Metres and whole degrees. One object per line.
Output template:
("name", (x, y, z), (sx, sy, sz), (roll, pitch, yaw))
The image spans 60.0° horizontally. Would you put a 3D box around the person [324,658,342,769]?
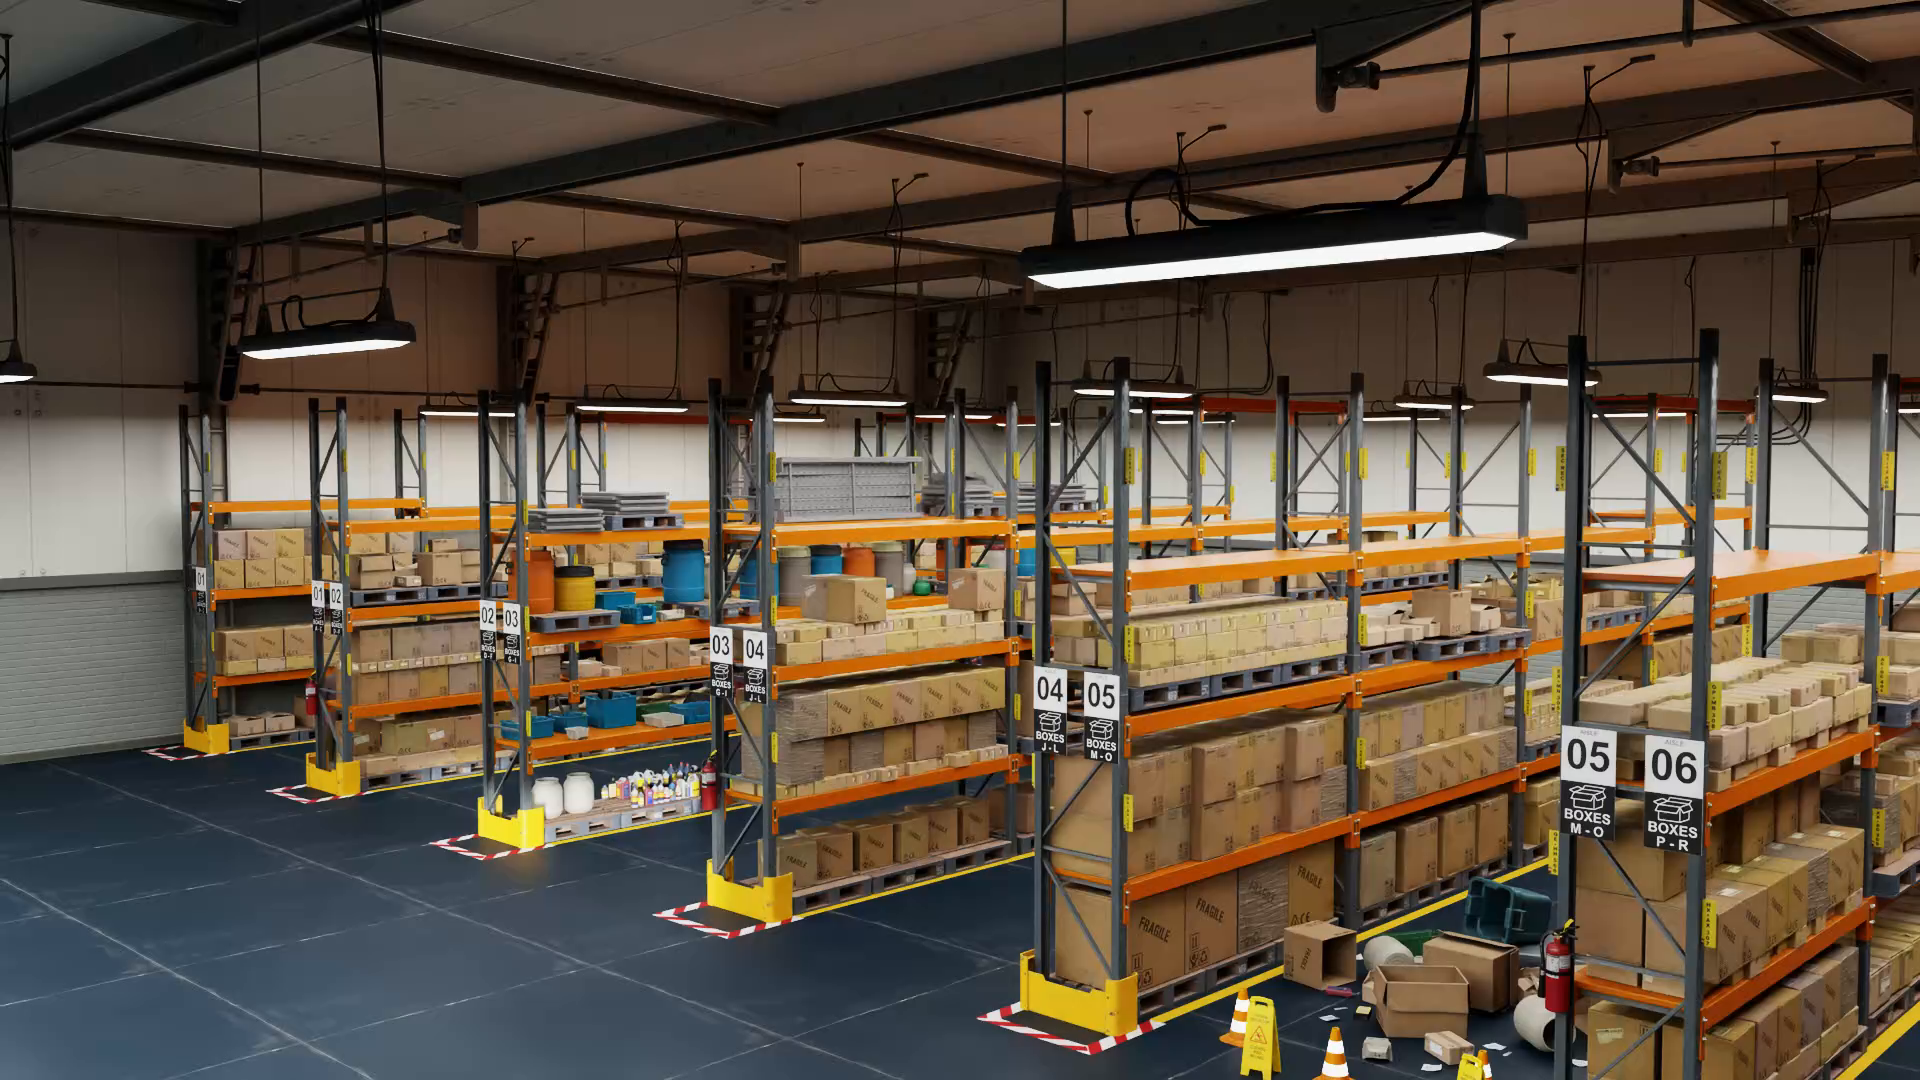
("person", (-10.169, 2.834, 27.216), (0.467, 1.799, 0.605), (2, 4, 39))
